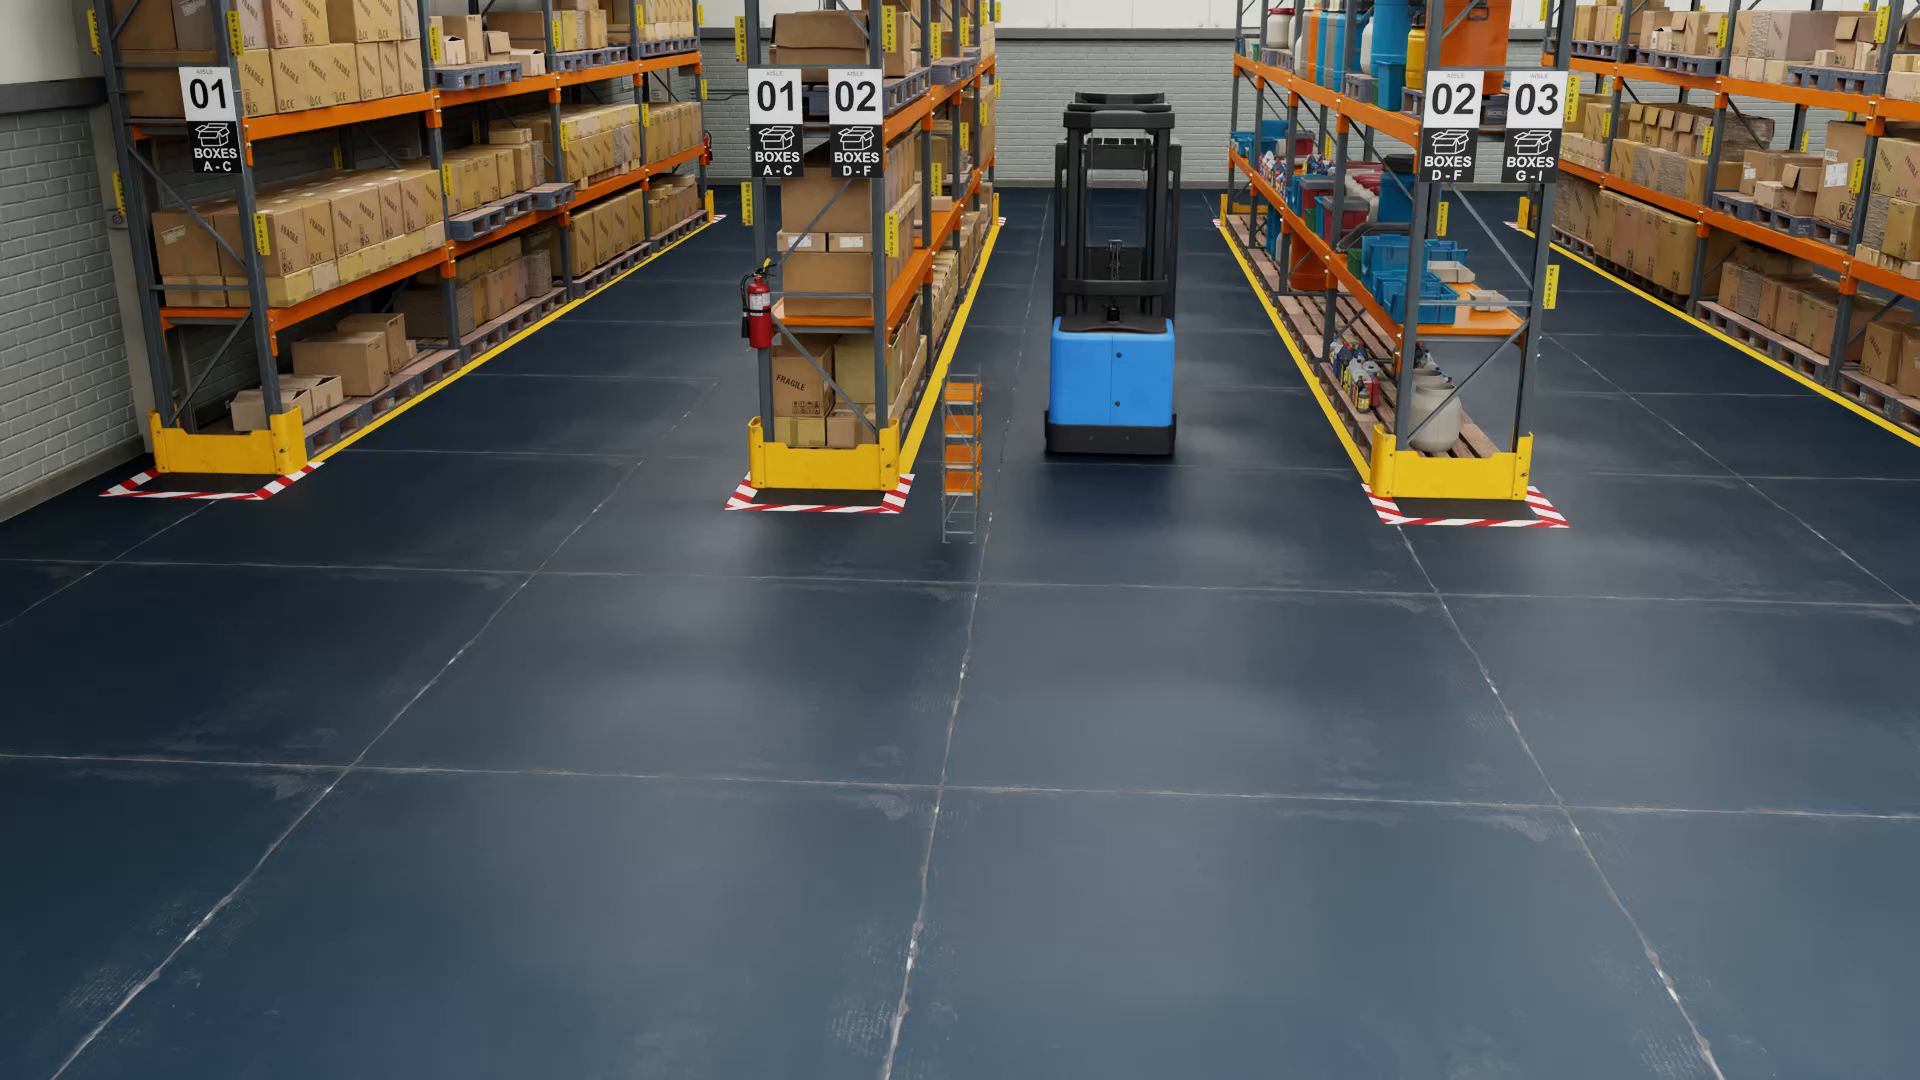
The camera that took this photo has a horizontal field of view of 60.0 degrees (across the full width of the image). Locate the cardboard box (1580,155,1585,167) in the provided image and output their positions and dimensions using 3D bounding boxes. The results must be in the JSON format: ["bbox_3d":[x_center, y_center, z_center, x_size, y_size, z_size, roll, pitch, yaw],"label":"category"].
[{"bbox_3d":[9.417,-5.614,24.643,0.380,0.149,0.250,2,18,5],"label":"cardboard box"}]

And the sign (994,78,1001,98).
[{"bbox_3d":[0.625,-7.538,27.745,0.100,0.325,0.005,1,18,4],"label":"sign"}]

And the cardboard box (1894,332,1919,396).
[{"bbox_3d":[8.991,-1.618,15.383,0.500,0.500,0.500,7,20,21],"label":"cardboard box"}]

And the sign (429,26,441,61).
[{"bbox_3d":[-5.187,-4.901,16.414,0.100,0.325,0.005,1,18,4],"label":"sign"}]

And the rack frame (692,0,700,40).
[{"bbox_3d":[-4.869,-9.817,27.431,1.000,3.000,0.127,1,18,4],"label":"rack frame"}]

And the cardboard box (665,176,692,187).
[{"bbox_3d":[-4.664,-5.943,27.541,0.380,0.149,0.250,2,18,5],"label":"cardboard box"}]

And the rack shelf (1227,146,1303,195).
[{"bbox_3d":[4.870,-5.782,25.907,1.077,0.370,4.000,1,18,4],"label":"rack shelf"}]

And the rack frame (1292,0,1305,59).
[{"bbox_3d":[4.439,-7.111,19.173,1.000,3.000,0.127,1,18,4],"label":"rack frame"}]

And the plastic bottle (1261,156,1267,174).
[{"bbox_3d":[4.268,-5.229,23.271,0.097,0.271,0.097,0,18,0],"label":"plastic bottle"}]

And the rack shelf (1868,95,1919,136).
[{"bbox_3d":[8.950,-3.370,13.728,1.077,0.370,4.000,1,18,4],"label":"rack shelf"}]

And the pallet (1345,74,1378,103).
[{"bbox_3d":[4.198,-4.127,15.188,1.213,0.211,1.003,1,18,4],"label":"pallet"}]

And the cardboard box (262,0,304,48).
[{"bbox_3d":[-5.659,-4.223,13.379,0.500,0.500,0.500,1,18,3],"label":"cardboard box"}]

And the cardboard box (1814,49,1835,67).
[{"bbox_3d":[9.128,-5.006,17.267,0.380,0.166,0.250,1,18,2],"label":"cardboard box"}]

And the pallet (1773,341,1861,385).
[{"bbox_3d":[9.147,-1.824,17.151,1.003,0.211,1.213,1,18,4],"label":"pallet"}]

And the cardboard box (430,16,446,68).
[{"bbox_3d":[-5.610,-5.080,16.956,0.500,0.500,0.500,4,19,12],"label":"cardboard box"}]

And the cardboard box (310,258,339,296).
[{"bbox_3d":[-5.641,-2.241,14.154,0.500,0.250,0.500,1,18,2],"label":"cardboard box"}]

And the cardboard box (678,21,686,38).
[{"bbox_3d":[-4.692,-8.172,26.635,0.500,0.250,0.500,1,18,2],"label":"cardboard box"}]

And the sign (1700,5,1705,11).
[{"bbox_3d":[10.208,-7.204,22.937,0.100,0.325,0.005,1,18,4],"label":"sign"}]

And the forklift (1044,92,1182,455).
[{"bbox_3d":[1.389,-2.515,14.892,1.130,2.935,3.031,2,18,5],"label":"forklift"}]

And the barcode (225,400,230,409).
[{"bbox_3d":[-6.274,-1.160,14.243,0.001,0.075,0.075,1,18,4],"label":"barcode"}]

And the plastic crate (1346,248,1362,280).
[{"bbox_3d":[3.774,-2.502,15.082,0.450,0.188,0.662,1,18,4],"label":"plastic crate"}]

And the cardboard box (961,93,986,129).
[{"bbox_3d":[0.137,-6.437,24.985,0.500,0.500,0.500,1,18,2],"label":"cardboard box"}]

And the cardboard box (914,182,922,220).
[{"bbox_3d":[-0.679,-3.579,17.868,0.500,0.500,0.500,3,18,8],"label":"cardboard box"}]

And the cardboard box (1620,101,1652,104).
[{"bbox_3d":[10.031,-6.276,24.818,0.500,0.500,0.500,1,18,2],"label":"cardboard box"}]

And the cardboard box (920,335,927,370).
[{"bbox_3d":[-0.603,-1.874,16.566,0.500,0.250,0.500,1,18,4],"label":"cardboard box"}]

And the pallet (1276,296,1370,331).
[{"bbox_3d":[4.345,-2.695,19.810,1.003,0.211,1.213,1,18,4],"label":"pallet"}]

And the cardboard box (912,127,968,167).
[{"bbox_3d":[-0.279,-5.311,22.480,0.700,0.500,0.500,-3,18,-10],"label":"cardboard box"}]

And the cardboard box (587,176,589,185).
[{"bbox_3d":[-5.152,-4.789,22.093,0.380,0.149,0.250,2,18,5],"label":"cardboard box"}]

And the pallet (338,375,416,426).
[{"bbox_3d":[-5.827,-1.325,15.627,1.003,0.211,1.213,1,18,4],"label":"pallet"}]

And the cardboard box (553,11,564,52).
[{"bbox_3d":[-5.479,-6.481,21.201,0.700,0.500,0.500,0,18,1],"label":"cardboard box"}]

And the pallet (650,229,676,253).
[{"bbox_3d":[-5.023,-4.633,25.724,1.003,0.211,1.213,1,18,4],"label":"pallet"}]

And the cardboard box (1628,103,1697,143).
[{"bbox_3d":[9.629,-5.718,22.784,0.797,0.503,0.637,1,18,2],"label":"cardboard box"}]

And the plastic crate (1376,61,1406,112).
[{"bbox_3d":[3.702,-3.792,13.888,0.392,0.384,0.575,1,18,4],"label":"plastic crate"}]

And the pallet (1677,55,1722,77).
[{"bbox_3d":[9.373,-5.687,19.946,1.213,0.211,1.003,2,18,6],"label":"pallet"}]

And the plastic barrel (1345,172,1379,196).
[{"bbox_3d":[4.549,-3.858,18.701,0.421,0.512,0.421,0,18,0],"label":"plastic barrel"}]

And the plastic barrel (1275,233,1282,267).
[{"bbox_3d":[4.490,-3.958,22.506,0.421,0.512,0.421,0,18,0],"label":"plastic barrel"}]

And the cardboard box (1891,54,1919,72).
[{"bbox_3d":[8.762,-4.357,15.186,0.380,0.149,0.250,1,18,2],"label":"cardboard box"}]

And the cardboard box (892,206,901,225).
[{"bbox_3d":[-0.720,-2.838,14.563,0.380,0.149,0.250,1,18,4],"label":"cardboard box"}]

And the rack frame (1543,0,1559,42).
[{"bbox_3d":[9.953,-9.485,26.419,1.000,3.000,0.127,1,18,4],"label":"rack frame"}]

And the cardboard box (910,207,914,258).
[{"bbox_3d":[-0.813,-3.039,16.221,0.700,0.500,0.500,1,18,2],"label":"cardboard box"}]

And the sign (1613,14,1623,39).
[{"bbox_3d":[9.113,-7.113,23.038,0.100,0.325,0.005,1,18,4],"label":"sign"}]

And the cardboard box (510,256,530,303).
[{"bbox_3d":[-5.595,-3.121,19.937,0.700,0.500,0.500,1,18,4],"label":"cardboard box"}]

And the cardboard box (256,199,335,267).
[{"bbox_3d":[-5.636,-2.586,14.003,0.500,0.500,0.500,1,18,4],"label":"cardboard box"}]

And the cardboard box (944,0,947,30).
[{"bbox_3d":[-0.427,-6.614,20.707,0.500,0.500,0.500,1,18,4],"label":"cardboard box"}]

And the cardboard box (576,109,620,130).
[{"bbox_3d":[-5.017,-5.811,22.965,0.500,0.250,0.500,2,18,5],"label":"cardboard box"}]

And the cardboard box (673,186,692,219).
[{"bbox_3d":[-4.855,-5.603,27.545,0.700,0.500,0.500,1,18,4],"label":"cardboard box"}]

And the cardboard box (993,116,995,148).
[{"bbox_3d":[0.312,-6.759,27.573,0.500,0.500,0.500,2,18,6],"label":"cardboard box"}]

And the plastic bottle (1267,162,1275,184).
[{"bbox_3d":[4.230,-4.949,22.408,0.152,0.276,0.135,1,18,4],"label":"plastic bottle"}]

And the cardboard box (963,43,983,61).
[{"bbox_3d":[0.068,-7.114,24.240,0.500,0.250,0.500,1,18,4],"label":"cardboard box"}]

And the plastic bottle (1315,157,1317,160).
[{"bbox_3d":[4.994,-5.201,23.176,0.152,0.276,0.135,1,18,4],"label":"plastic bottle"}]

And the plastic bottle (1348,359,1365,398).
[{"bbox_3d":[3.624,-1.478,15.165,0.144,0.351,0.185,2,18,6],"label":"plastic bottle"}]

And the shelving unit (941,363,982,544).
[{"bbox_3d":[0.012,-0.622,11.893,0.258,1.200,0.503,1,18,4],"label":"shelving unit"}]

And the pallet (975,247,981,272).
[{"bbox_3d":[-0.235,-4.036,23.901,1.003,0.211,1.213,1,18,4],"label":"pallet"}]

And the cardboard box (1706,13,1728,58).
[{"bbox_3d":[9.352,-6.015,19.805,0.797,0.503,0.637,2,18,7],"label":"cardboard box"}]

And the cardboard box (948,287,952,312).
[{"bbox_3d":[-0.368,-2.780,19.331,0.500,0.250,0.500,2,18,5],"label":"cardboard box"}]
